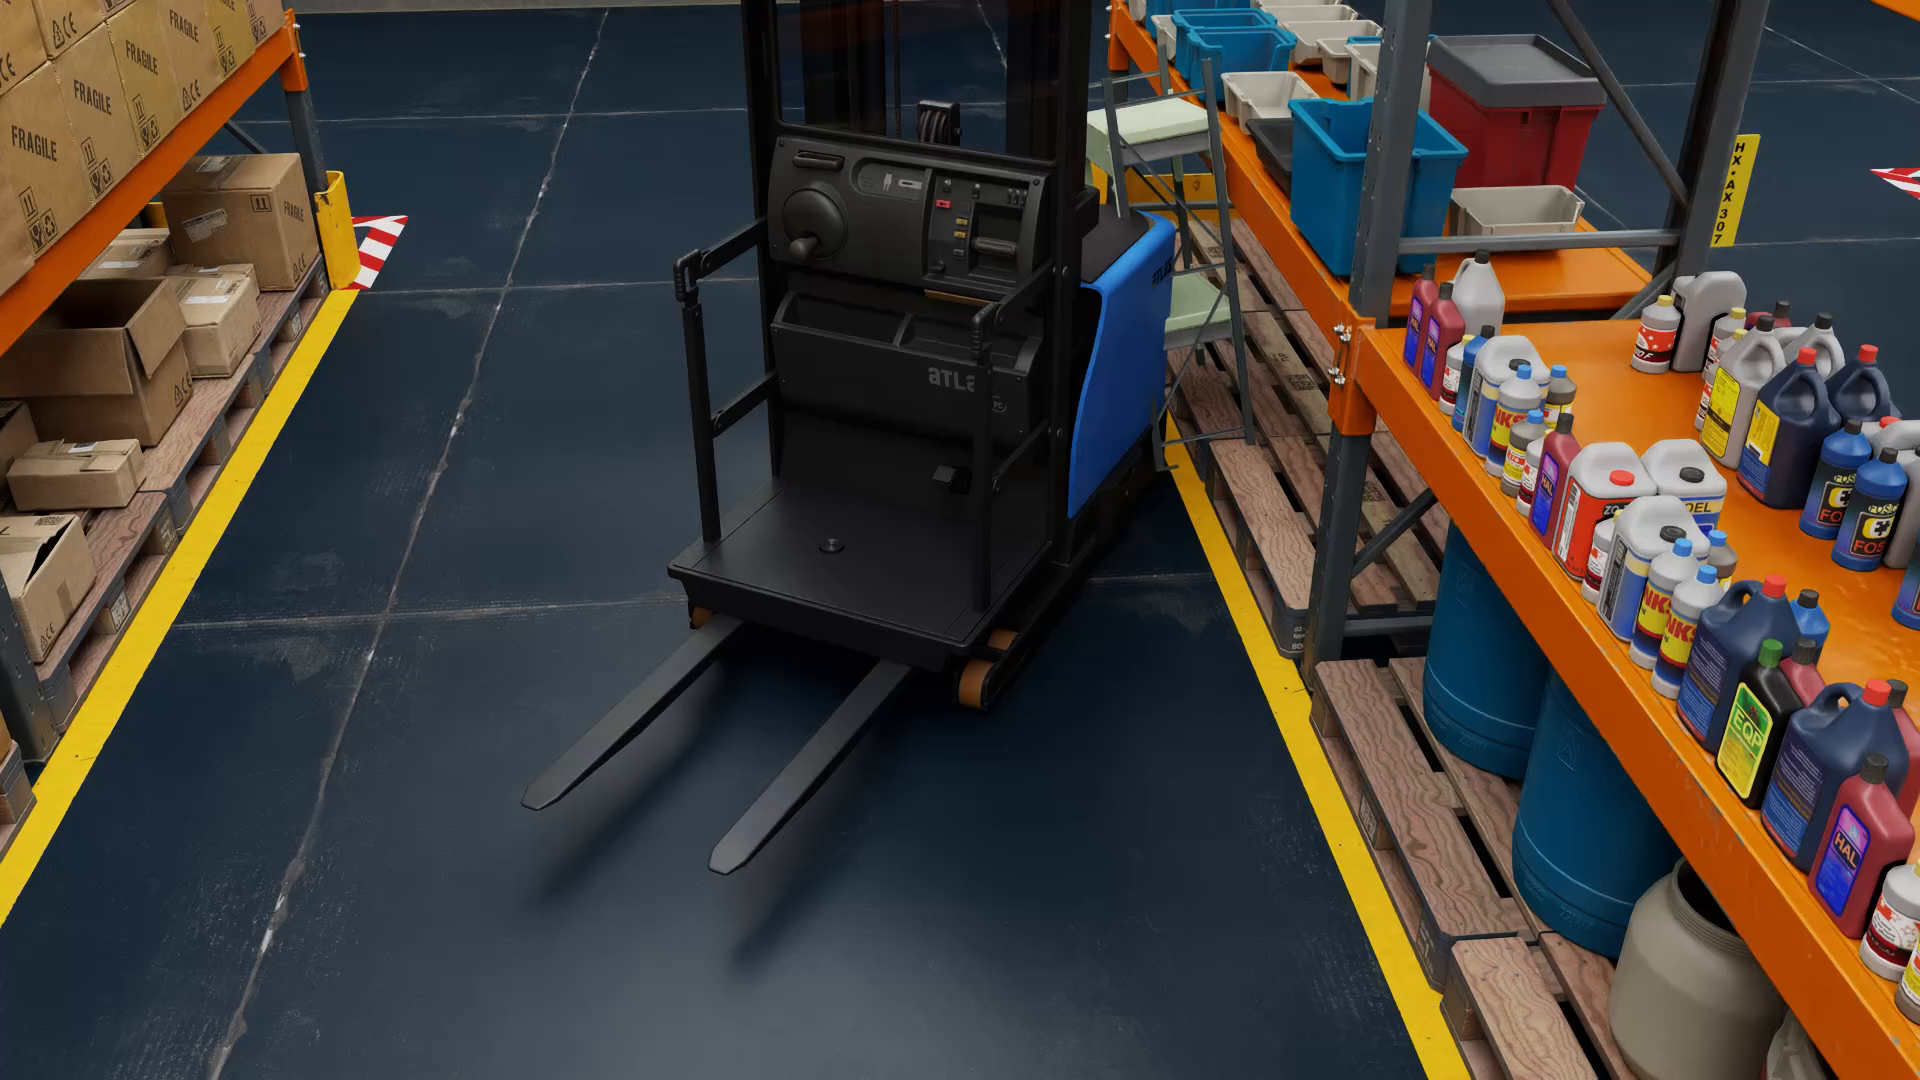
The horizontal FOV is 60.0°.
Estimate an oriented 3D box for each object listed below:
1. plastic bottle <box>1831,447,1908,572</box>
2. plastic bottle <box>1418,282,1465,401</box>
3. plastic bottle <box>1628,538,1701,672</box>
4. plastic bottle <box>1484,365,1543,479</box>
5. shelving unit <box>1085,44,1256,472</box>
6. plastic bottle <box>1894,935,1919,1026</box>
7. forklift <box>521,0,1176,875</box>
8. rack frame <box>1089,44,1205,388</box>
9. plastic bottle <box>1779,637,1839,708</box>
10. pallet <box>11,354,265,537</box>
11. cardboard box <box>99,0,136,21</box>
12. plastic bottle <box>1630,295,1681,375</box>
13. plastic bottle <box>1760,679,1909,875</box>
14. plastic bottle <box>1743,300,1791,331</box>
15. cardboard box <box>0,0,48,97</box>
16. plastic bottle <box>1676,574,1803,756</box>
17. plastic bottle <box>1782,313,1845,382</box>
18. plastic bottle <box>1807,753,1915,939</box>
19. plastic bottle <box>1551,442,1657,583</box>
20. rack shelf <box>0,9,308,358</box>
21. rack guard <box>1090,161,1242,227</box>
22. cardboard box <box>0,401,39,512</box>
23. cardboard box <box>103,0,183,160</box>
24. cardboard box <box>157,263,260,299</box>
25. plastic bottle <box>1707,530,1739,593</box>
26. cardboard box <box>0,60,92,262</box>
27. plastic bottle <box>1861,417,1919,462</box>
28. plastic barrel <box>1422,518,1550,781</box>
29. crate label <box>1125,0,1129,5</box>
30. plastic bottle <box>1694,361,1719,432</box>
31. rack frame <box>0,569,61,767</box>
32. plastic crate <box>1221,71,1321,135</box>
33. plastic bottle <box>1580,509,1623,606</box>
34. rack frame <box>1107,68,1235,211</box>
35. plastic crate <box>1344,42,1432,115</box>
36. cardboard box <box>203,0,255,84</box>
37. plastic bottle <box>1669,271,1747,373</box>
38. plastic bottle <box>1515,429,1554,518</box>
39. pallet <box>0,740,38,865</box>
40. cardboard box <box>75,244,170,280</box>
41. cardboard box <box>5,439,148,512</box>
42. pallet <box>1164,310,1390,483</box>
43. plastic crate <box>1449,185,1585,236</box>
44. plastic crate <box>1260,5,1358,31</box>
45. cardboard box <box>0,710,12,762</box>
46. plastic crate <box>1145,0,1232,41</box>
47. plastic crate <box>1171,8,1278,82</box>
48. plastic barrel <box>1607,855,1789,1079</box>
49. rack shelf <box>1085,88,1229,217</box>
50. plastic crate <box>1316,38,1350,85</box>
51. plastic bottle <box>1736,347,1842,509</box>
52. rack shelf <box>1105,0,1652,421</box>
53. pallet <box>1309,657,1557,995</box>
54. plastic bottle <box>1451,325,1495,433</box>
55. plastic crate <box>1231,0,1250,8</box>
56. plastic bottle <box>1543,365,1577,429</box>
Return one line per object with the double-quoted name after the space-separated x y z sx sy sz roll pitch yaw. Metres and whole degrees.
1.959 -0.072 3.571 0.097 0.271 0.097 0 31 0 "plastic bottle"
1.251 -0.515 4.301 0.061 0.283 0.133 -3 31 -5 "plastic bottle"
1.384 0.121 3.249 0.097 0.271 0.097 0 31 0 "plastic bottle"
1.310 -0.284 3.925 0.097 0.271 0.097 0 31 0 "plastic bottle"
0.789 -1.120 6.542 0.431 1.500 0.755 -12 21 -2 "shelving unit"
1.471 0.625 2.473 0.097 0.201 0.097 0 31 0 "plastic bottle"
-0.268 -0.967 5.010 1.130 2.935 3.031 14 33 21 "forklift"
0.749 -1.248 6.883 0.400 1.500 0.023 -12 21 -2 "rack frame"
1.464 0.316 2.909 0.061 0.283 0.133 -3 31 -5 "plastic bottle"
-3.484 -0.383 6.686 1.003 0.211 1.213 -3 31 -5 "pallet"
-3.213 -2.121 5.804 0.500 0.500 0.500 -2 31 -3 "cardboard box"
1.865 -0.554 4.447 0.097 0.201 0.097 0 31 0 "plastic bottle"
1.460 0.370 2.754 0.144 0.351 0.185 -3 31 -5 "plastic bottle"
2.054 -0.489 4.258 0.061 0.283 0.133 -3 31 -5 "plastic bottle"
-3.116 -1.595 4.923 0.500 0.500 0.500 -4 31 -6 "cardboard box"
1.430 0.207 3.026 0.144 0.351 0.185 -3 31 -5 "plastic bottle"
2.040 -0.366 3.986 0.144 0.351 0.185 -3 31 -5 "plastic bottle"
1.433 0.482 2.632 0.061 0.283 0.133 -3 31 -5 "plastic bottle"
1.379 -0.060 3.547 0.152 0.276 0.135 -3 31 -5 "plastic bottle"
-3.490 -1.318 6.233 1.077 0.370 4.000 -3 31 -5 "rack shelf"
1.240 -1.822 8.812 1.175 0.500 0.348 -3 31 -5 "rack guard"
-3.709 -0.300 6.021 0.500 0.311 0.500 -3 31 -5 "cardboard box"
-3.224 -1.698 6.070 0.500 0.500 0.500 -3 31 -5 "cardboard box"
-3.433 -1.143 7.573 0.380 0.166 0.250 -3 31 -5 "cardboard box"
1.523 0.075 3.394 0.097 0.201 0.097 0 31 0 "plastic bottle"
-3.131 -1.183 5.208 0.500 0.500 0.500 -2 31 -4 "cardboard box"
2.069 -0.158 3.710 0.152 0.276 0.135 -3 31 -5 "plastic bottle"
1.663 0.158 4.697 0.600 0.901 0.708 -3 31 -5 "plastic barrel"
0.950 -2.695 7.942 0.416 0.233 0.303 -3 31 -5 "crate label"
1.899 -0.368 4.135 0.097 0.201 0.097 0 31 0 "plastic bottle"
-3.303 -0.606 4.339 1.000 3.000 0.127 -3 31 -5 "rack frame"
1.167 -1.628 6.249 0.293 0.136 0.466 -3 31 -5 "plastic crate"
1.363 0.032 3.465 0.097 0.201 0.097 0 31 0 "plastic bottle"
1.255 -2.883 8.152 1.000 3.000 0.127 -3 31 -5 "rack frame"
1.670 -1.604 6.068 0.437 0.282 0.530 -3 31 -5 "plastic crate"
-3.312 -2.210 6.928 0.500 0.500 0.500 -2 31 -4 "cardboard box"
1.987 -0.602 4.454 0.152 0.276 0.135 -3 31 -5 "plastic bottle"
1.329 -0.154 3.777 0.097 0.201 0.097 0 31 0 "plastic bottle"
-3.190 1.005 4.362 1.003 0.211 1.213 -3 31 -5 "pallet"
-3.862 -1.110 7.435 0.500 0.250 0.500 -3 31 -5 "cardboard box"
-3.218 -0.244 6.067 0.380 0.166 0.250 -3 31 -5 "cardboard box"
1.404 -0.642 7.118 1.003 0.211 1.213 -3 31 -5 "pallet"
1.728 -0.998 5.194 0.396 0.136 0.243 -3 31 -5 "plastic crate"
1.524 -2.239 7.273 0.396 0.136 0.243 -3 31 -5 "plastic crate"
-2.972 0.517 4.468 0.500 0.500 0.500 -3 31 -5 "cardboard box"
1.012 -2.359 7.379 0.416 0.233 0.300 -3 31 -5 "plastic crate"
1.073 -2.023 6.816 0.416 0.233 0.300 -3 31 -5 "plastic crate"
1.693 0.979 3.702 0.421 0.512 0.421 0 31 0 "plastic barrel"
0.722 -1.478 6.400 0.431 0.370 0.720 -12 21 -2 "rack shelf"
1.621 -1.948 6.785 0.298 0.136 0.250 -3 31 -5 "plastic crate"
1.914 -0.265 3.816 0.144 0.351 0.185 -3 31 -5 "plastic bottle"
1.442 -1.553 6.627 1.077 0.370 4.000 -3 31 -5 "rack shelf"
1.659 0.752 4.785 1.003 0.211 1.213 -3 31 -5 "pallet"
1.289 -0.402 4.124 0.097 0.271 0.097 0 31 0 "plastic bottle"
1.472 -2.762 7.856 0.616 0.435 0.499 -3 31 -5 "plastic crate"
1.449 -0.330 4.071 0.097 0.201 0.097 0 31 0 "plastic bottle"
